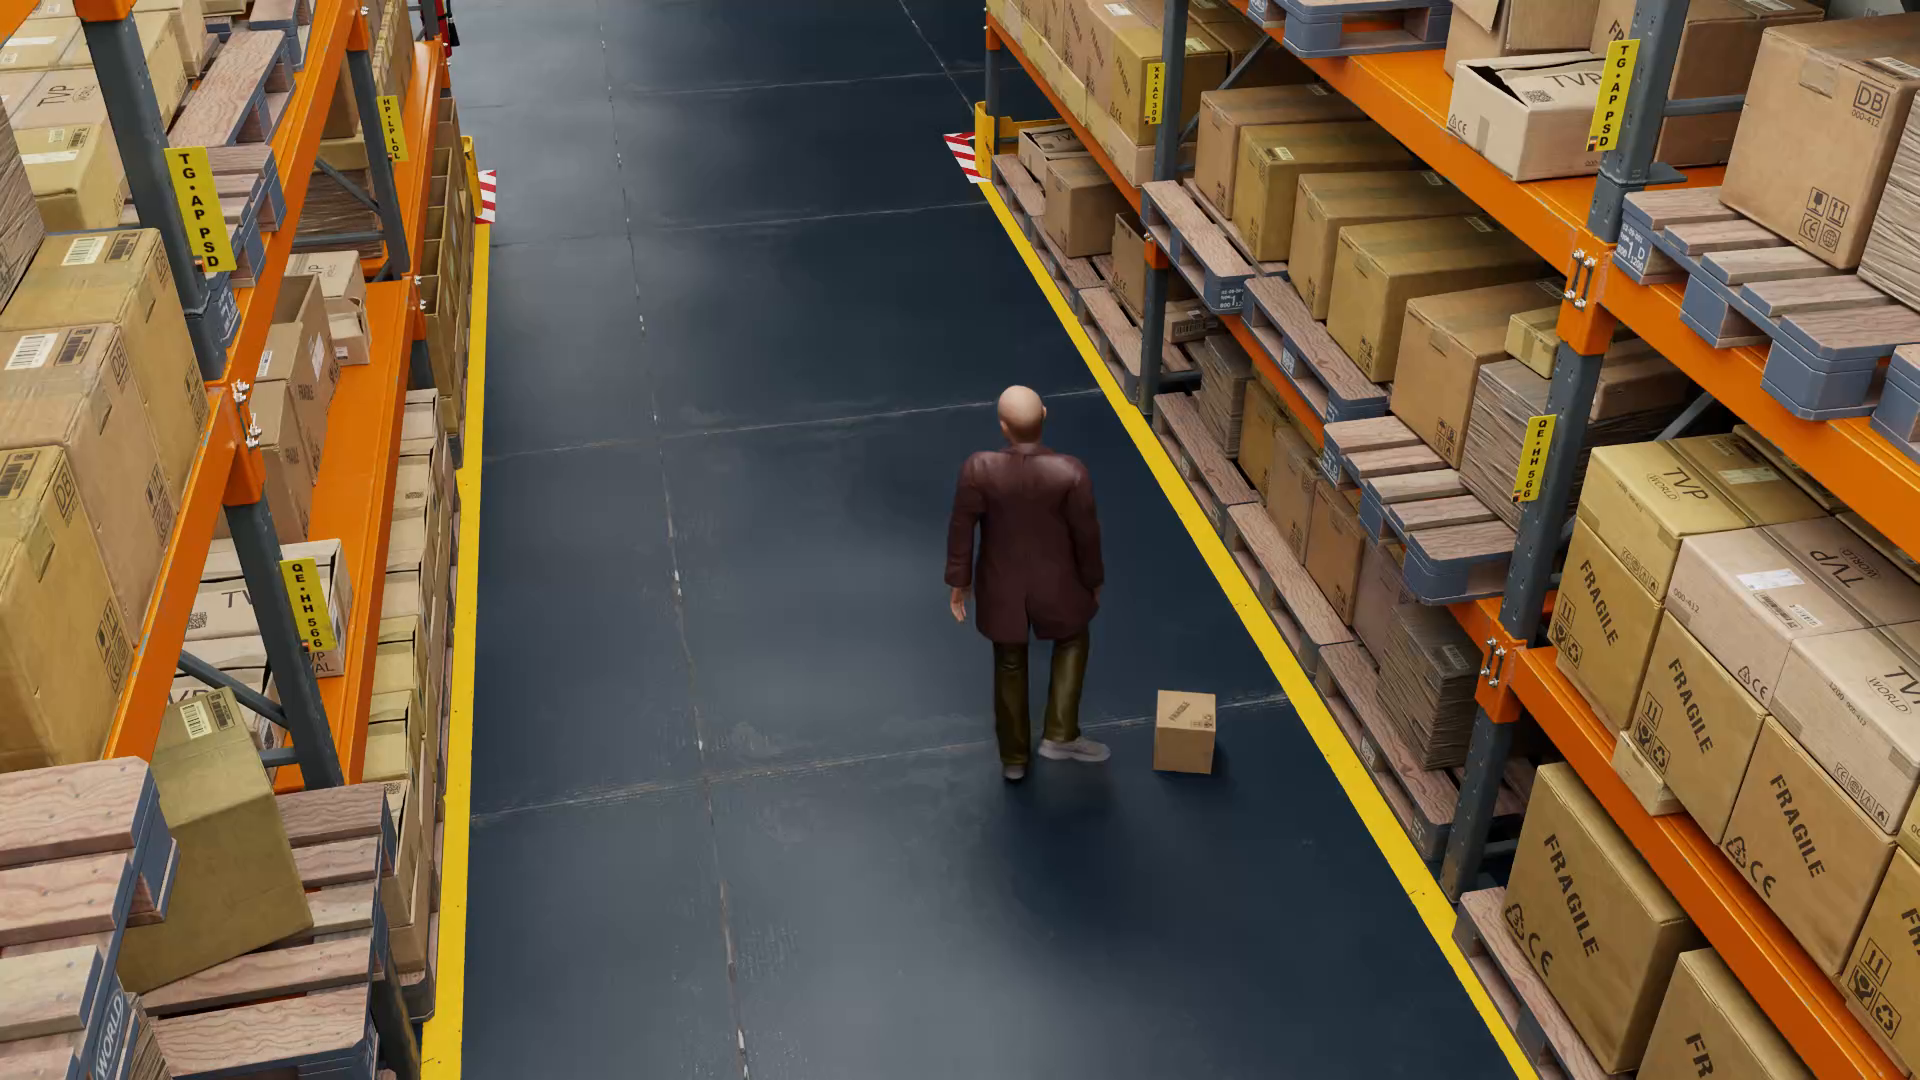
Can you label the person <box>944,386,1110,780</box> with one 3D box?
[{"bbox_3d":[0.299,0.182,6.850,0.729,1.770,0.523,4,34,6],"label":"person"}]
